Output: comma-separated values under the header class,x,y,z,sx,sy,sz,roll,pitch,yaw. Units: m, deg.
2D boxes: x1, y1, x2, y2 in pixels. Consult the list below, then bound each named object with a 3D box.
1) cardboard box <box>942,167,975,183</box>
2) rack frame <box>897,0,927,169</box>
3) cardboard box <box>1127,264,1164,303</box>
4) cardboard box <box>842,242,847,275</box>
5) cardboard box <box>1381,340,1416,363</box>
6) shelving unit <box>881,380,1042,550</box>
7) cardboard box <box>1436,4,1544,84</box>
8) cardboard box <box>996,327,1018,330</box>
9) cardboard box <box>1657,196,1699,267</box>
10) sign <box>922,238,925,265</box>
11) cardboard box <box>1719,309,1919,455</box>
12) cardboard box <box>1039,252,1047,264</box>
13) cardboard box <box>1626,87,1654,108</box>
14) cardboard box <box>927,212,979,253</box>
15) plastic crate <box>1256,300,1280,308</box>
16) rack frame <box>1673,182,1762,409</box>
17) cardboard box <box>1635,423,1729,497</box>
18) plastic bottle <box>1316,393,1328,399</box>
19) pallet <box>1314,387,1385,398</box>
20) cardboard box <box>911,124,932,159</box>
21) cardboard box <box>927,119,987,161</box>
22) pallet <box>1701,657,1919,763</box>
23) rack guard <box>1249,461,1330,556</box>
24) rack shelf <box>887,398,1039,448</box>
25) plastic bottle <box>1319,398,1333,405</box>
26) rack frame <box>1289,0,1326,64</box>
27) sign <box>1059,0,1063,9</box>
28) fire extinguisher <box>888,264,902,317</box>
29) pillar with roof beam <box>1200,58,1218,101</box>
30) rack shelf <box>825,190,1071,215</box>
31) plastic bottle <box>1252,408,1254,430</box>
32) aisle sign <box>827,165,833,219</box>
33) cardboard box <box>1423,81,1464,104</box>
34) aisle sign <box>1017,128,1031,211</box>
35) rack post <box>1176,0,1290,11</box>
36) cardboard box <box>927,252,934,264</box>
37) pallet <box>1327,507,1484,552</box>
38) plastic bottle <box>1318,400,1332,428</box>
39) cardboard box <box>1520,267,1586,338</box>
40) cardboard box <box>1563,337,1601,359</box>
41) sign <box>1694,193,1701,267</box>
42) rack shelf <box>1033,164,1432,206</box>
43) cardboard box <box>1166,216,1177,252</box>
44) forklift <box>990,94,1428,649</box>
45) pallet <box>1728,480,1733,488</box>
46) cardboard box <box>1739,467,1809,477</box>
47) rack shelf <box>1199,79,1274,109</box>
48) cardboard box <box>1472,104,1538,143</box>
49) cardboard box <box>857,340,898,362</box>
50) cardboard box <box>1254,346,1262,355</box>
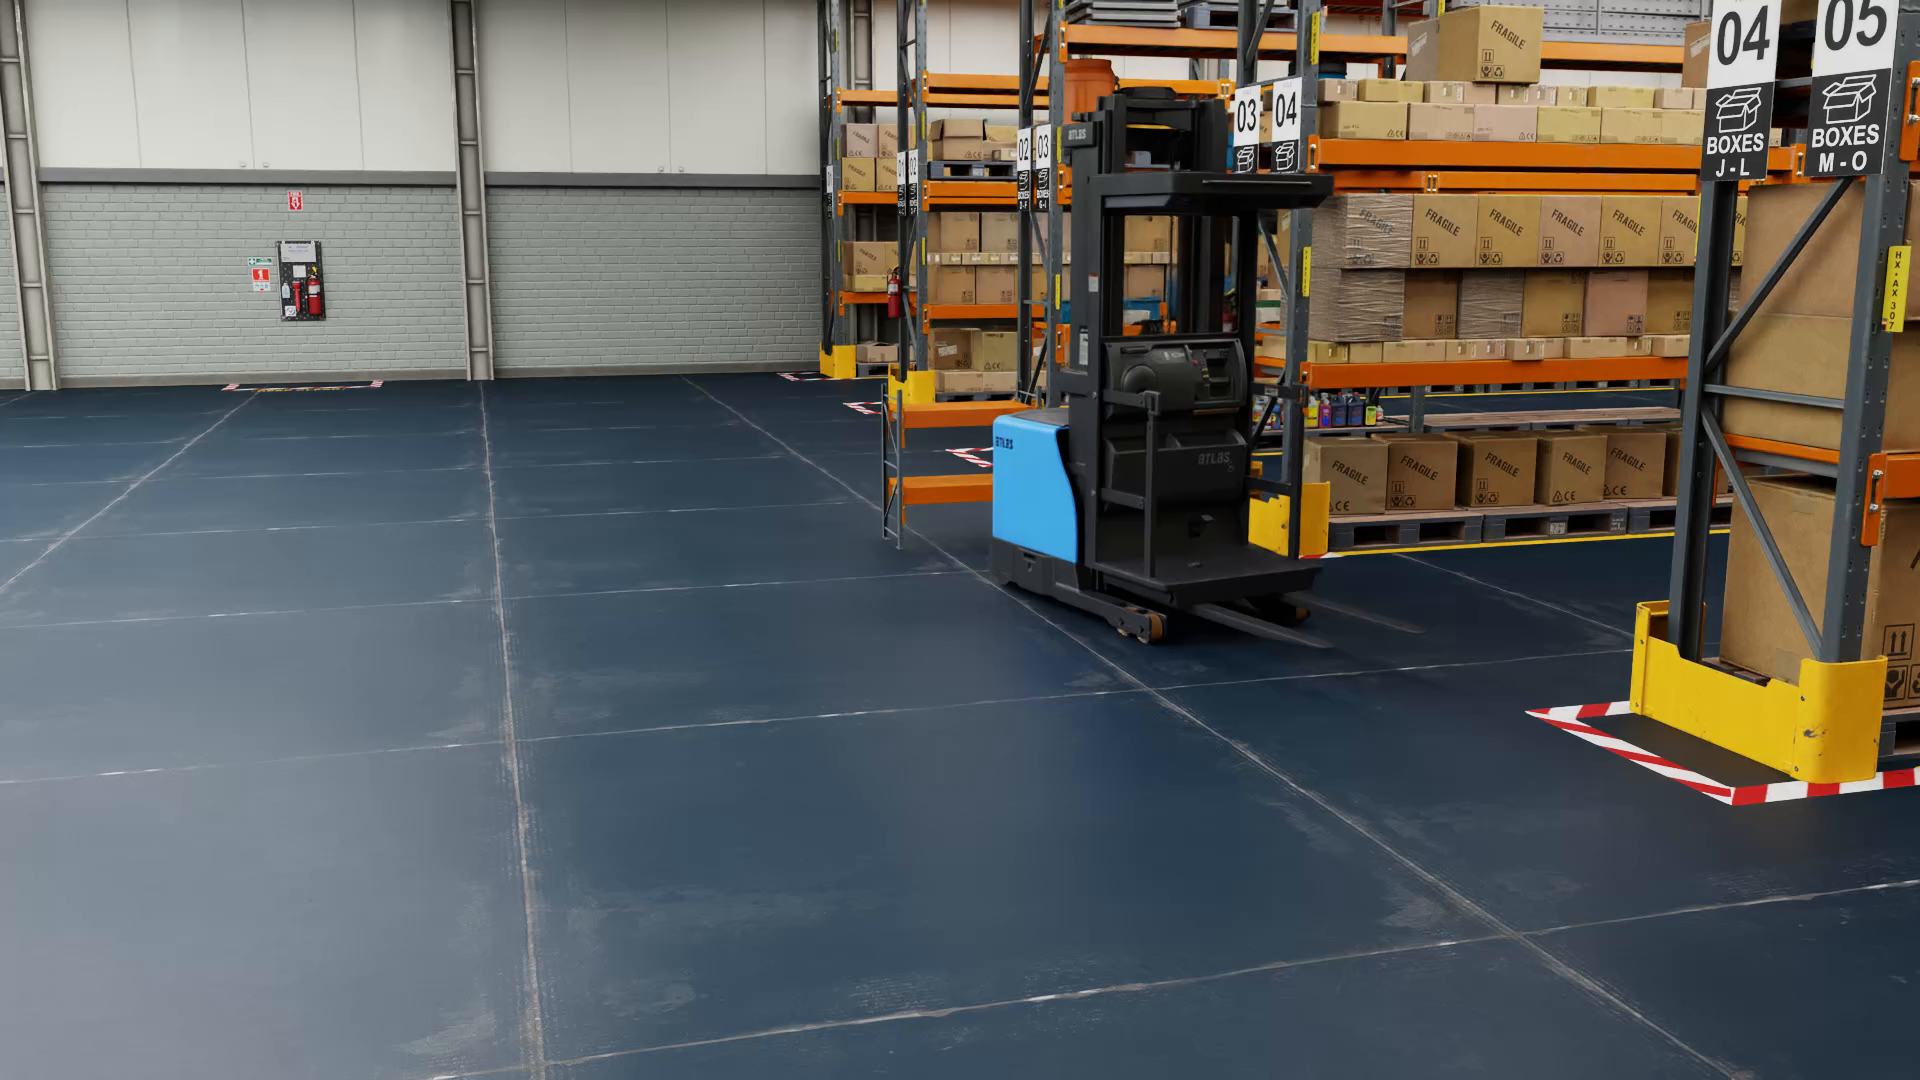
class,x,y,z,sx,sy,sz,roll,pitch,yaw
cardboard box,-0.065,-5.636,25.759,0.500,0.500,0.500,-2,11,-12
rack frame,-0.599,-6.139,20.538,0.127,3.000,1.000,-3,11,-16
cardboard box,2.312,-3.389,21.893,0.500,0.500,0.700,-3,11,-17
cardboard box,-1.594,-4.415,26.032,0.500,0.500,0.500,-3,11,-17
cardboard box,2.996,-1.335,11.707,0.250,0.149,0.380,-3,11,-16
shelving unit,0.006,-0.554,11.946,1.048,1.125,0.538,-3,11,-16
cardboard box,3.667,-3.411,11.526,0.500,0.500,0.500,-3,11,-16
cardboard box,0.789,-2.544,21.941,0.500,0.500,0.500,-3,11,-16
cardboard box,5.172,-2.260,12.177,0.500,0.500,0.500,-3,11,-16
sign,-0.450,-3.556,20.470,0.005,0.325,0.100,-3,11,-16
cardboard box,3.799,-0.699,7.146,0.550,0.550,0.875,-3,11,-16
cardboard box,1.074,-3.605,21.274,0.250,0.149,0.380,-3,11,-17
cardboard box,4.750,-3.155,11.930,0.250,0.149,0.380,-3,11,-14
cardboard box,-0.097,-3.900,21.086,0.500,0.500,0.700,-3,11,-16
plastic crate,3.240,-2.406,17.415,0.662,0.188,0.450,-3,11,-16
rack frame,8.463,-2.732,18.602,0.127,3.000,1.000,-3,11,-16
cardboard box,5.611,-0.633,12.942,0.500,0.500,0.500,-3,11,-18
plastic bottle,3.891,-1.445,17.921,0.135,0.276,0.152,-3,11,-14
pallet,5.111,-2.126,23.011,1.213,0.211,1.003,-3,11,-16
cardboard box,-0.565,-6.097,25.503,0.500,0.500,0.500,-3,11,-14
cardboard box,-0.046,-5.018,20.904,0.637,0.503,0.797,-2,11,-12
pallet,4.201,0.719,7.561,1.213,0.211,1.003,-3,11,-16
rack guard,2.239,-0.241,11.973,0.348,0.500,1.175,-3,11,-16
rack shelf,0.006,-0.841,11.894,1.000,0.278,0.538,-3,11,-16
plastic bottle,3.835,-1.339,17.340,0.135,0.276,0.152,-3,11,-16
rack frame,5.694,-7.405,27.414,0.127,3.000,1.000,-3,11,-16
sign,0.931,-5.079,15.358,0.005,0.325,0.100,-3,11,-16
fire extinguisher,-0.843,-3.225,21.494,0.183,0.674,0.296,-3,11,-16
pillar with roof beam,5.407,-6.741,23.808,0.400,9.000,9.100,-3,11,-16
rack shelf,-0.067,-5.272,26.101,4.000,0.370,1.077,-3,11,-16
plastic bottle,2.939,-1.257,16.908,0.097,0.271,0.097,0,10,0
aisle sign,-1.973,-5.272,25.219,0.004,0.787,0.394,-3,11,-16
cardboard box,3.261,-3.069,11.462,0.250,0.149,0.380,-3,11,-14
aisle sign,0.630,-3.654,16.428,0.004,0.787,0.394,-3,11,-16
rack post,2.633,-5.344,16.429,0.954,0.300,0.937,-3,11,-17
cardboard box,-0.286,-3.609,21.298,0.250,0.149,0.380,-3,11,-17
pallet,3.029,-0.134,12.189,1.213,0.211,1.003,-3,11,-16
plastic bottle,3.755,-1.302,17.122,0.133,0.283,0.061,-2,11,-12
cardboard box,4.124,-1.772,12.289,0.500,0.500,0.875,-3,11,-16
cardboard box,4.438,-1.410,12.113,0.250,0.149,0.380,-3,11,-16
sign,3.317,-1.380,7.404,0.005,0.325,0.100,-3,11,-16
rack shelf,2.702,-3.550,16.746,4.000,0.370,1.077,-3,11,-16
cardboard box,2.817,-4.055,21.926,0.500,0.500,0.700,-3,11,-16
forklift,1.332,-0.974,9.242,1.130,2.935,3.031,-6,12,-28
pallet,6.754,-0.337,13.293,1.213,0.211,1.003,-3,11,-16
cardboard box,6.602,-0.683,13.160,0.500,0.500,0.700,-4,11,-20
rack shelf,5.162,-5.892,22.289,4.000,0.370,1.077,-3,11,-16
cardboard box,3.671,-2.899,11.636,0.500,0.250,0.500,-3,11,-16
cardboard box,-1.298,-2.963,26.067,0.500,0.311,0.500,-4,11,-22
cardboard box,3.708,-2.499,22.219,0.500,0.311,0.500,-3,11,-16
